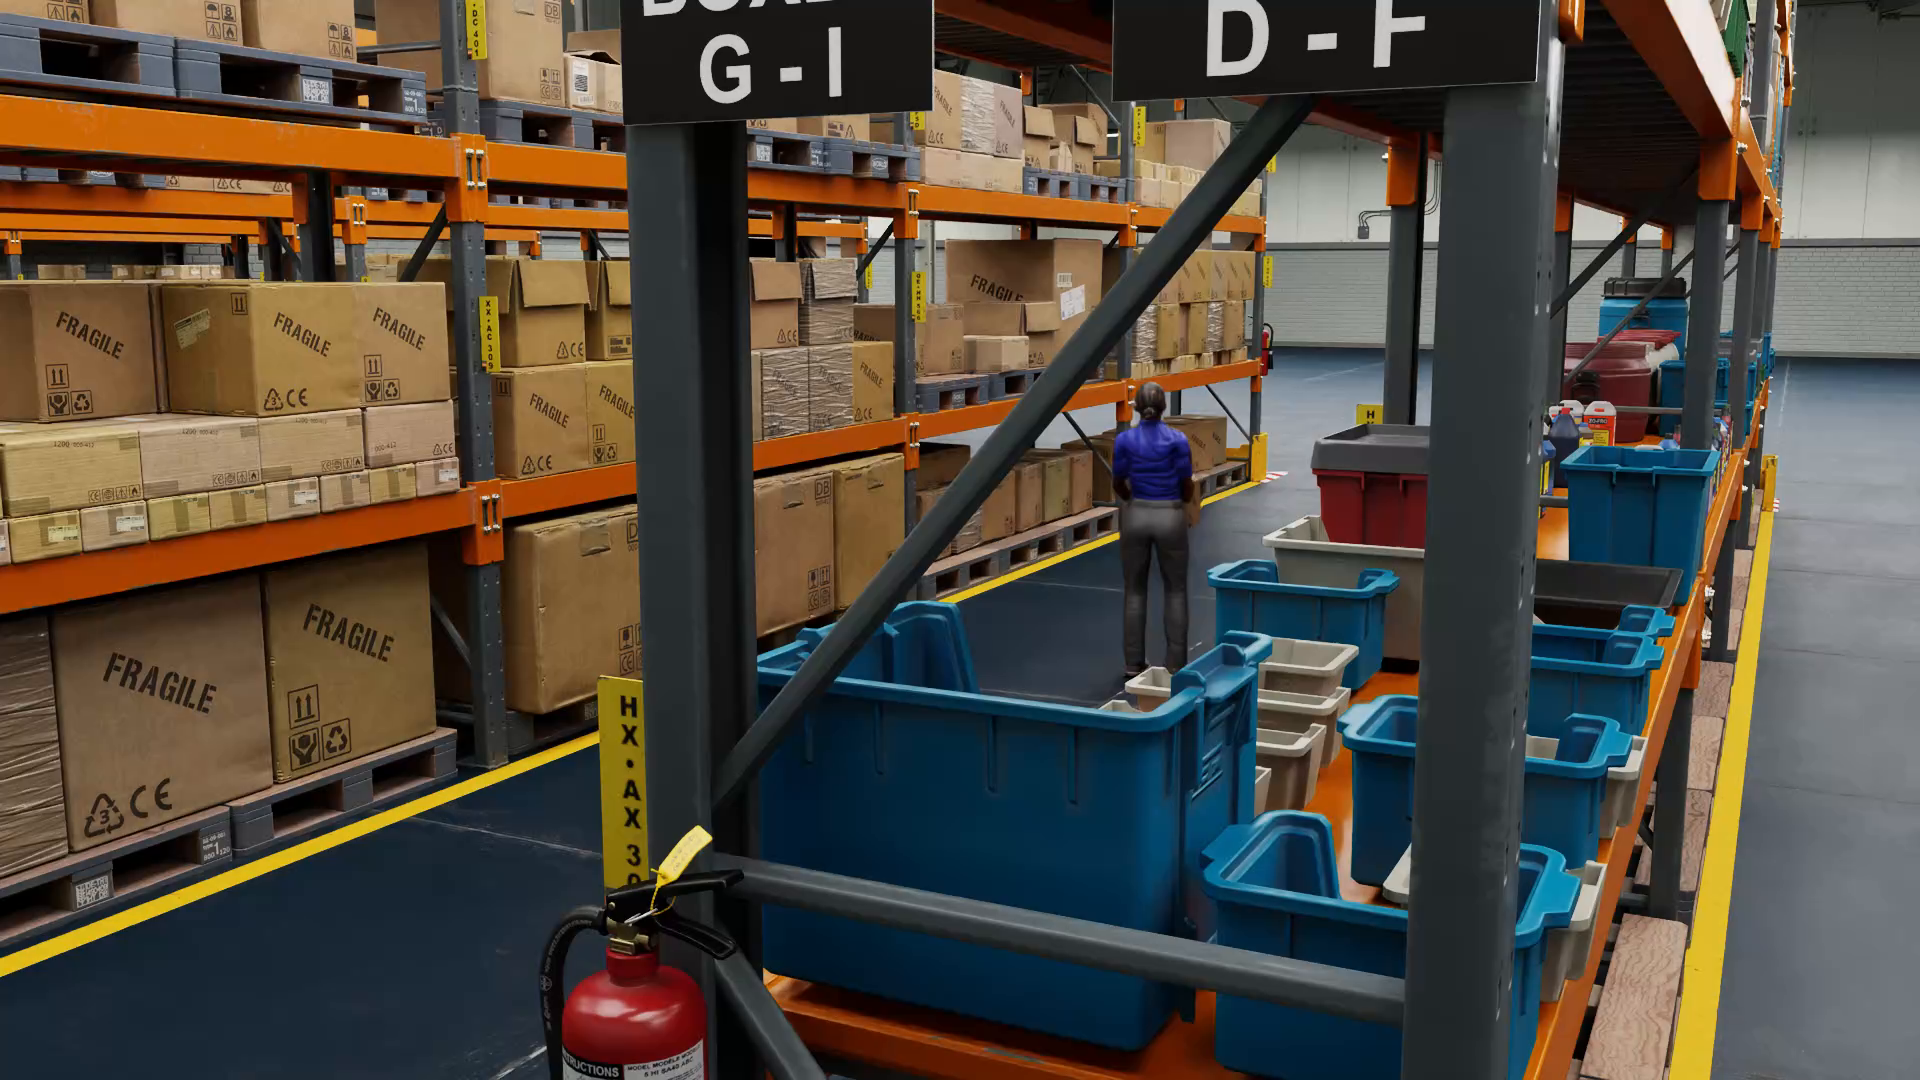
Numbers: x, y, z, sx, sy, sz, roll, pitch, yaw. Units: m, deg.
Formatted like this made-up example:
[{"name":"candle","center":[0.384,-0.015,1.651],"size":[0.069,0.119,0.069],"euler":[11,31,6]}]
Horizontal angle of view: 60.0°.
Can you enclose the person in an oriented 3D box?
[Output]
[{"name":"person","center":[1.084,-0.063,9.265],"size":[0.519,1.660,0.468],"euler":[-1,9,-4]}]
